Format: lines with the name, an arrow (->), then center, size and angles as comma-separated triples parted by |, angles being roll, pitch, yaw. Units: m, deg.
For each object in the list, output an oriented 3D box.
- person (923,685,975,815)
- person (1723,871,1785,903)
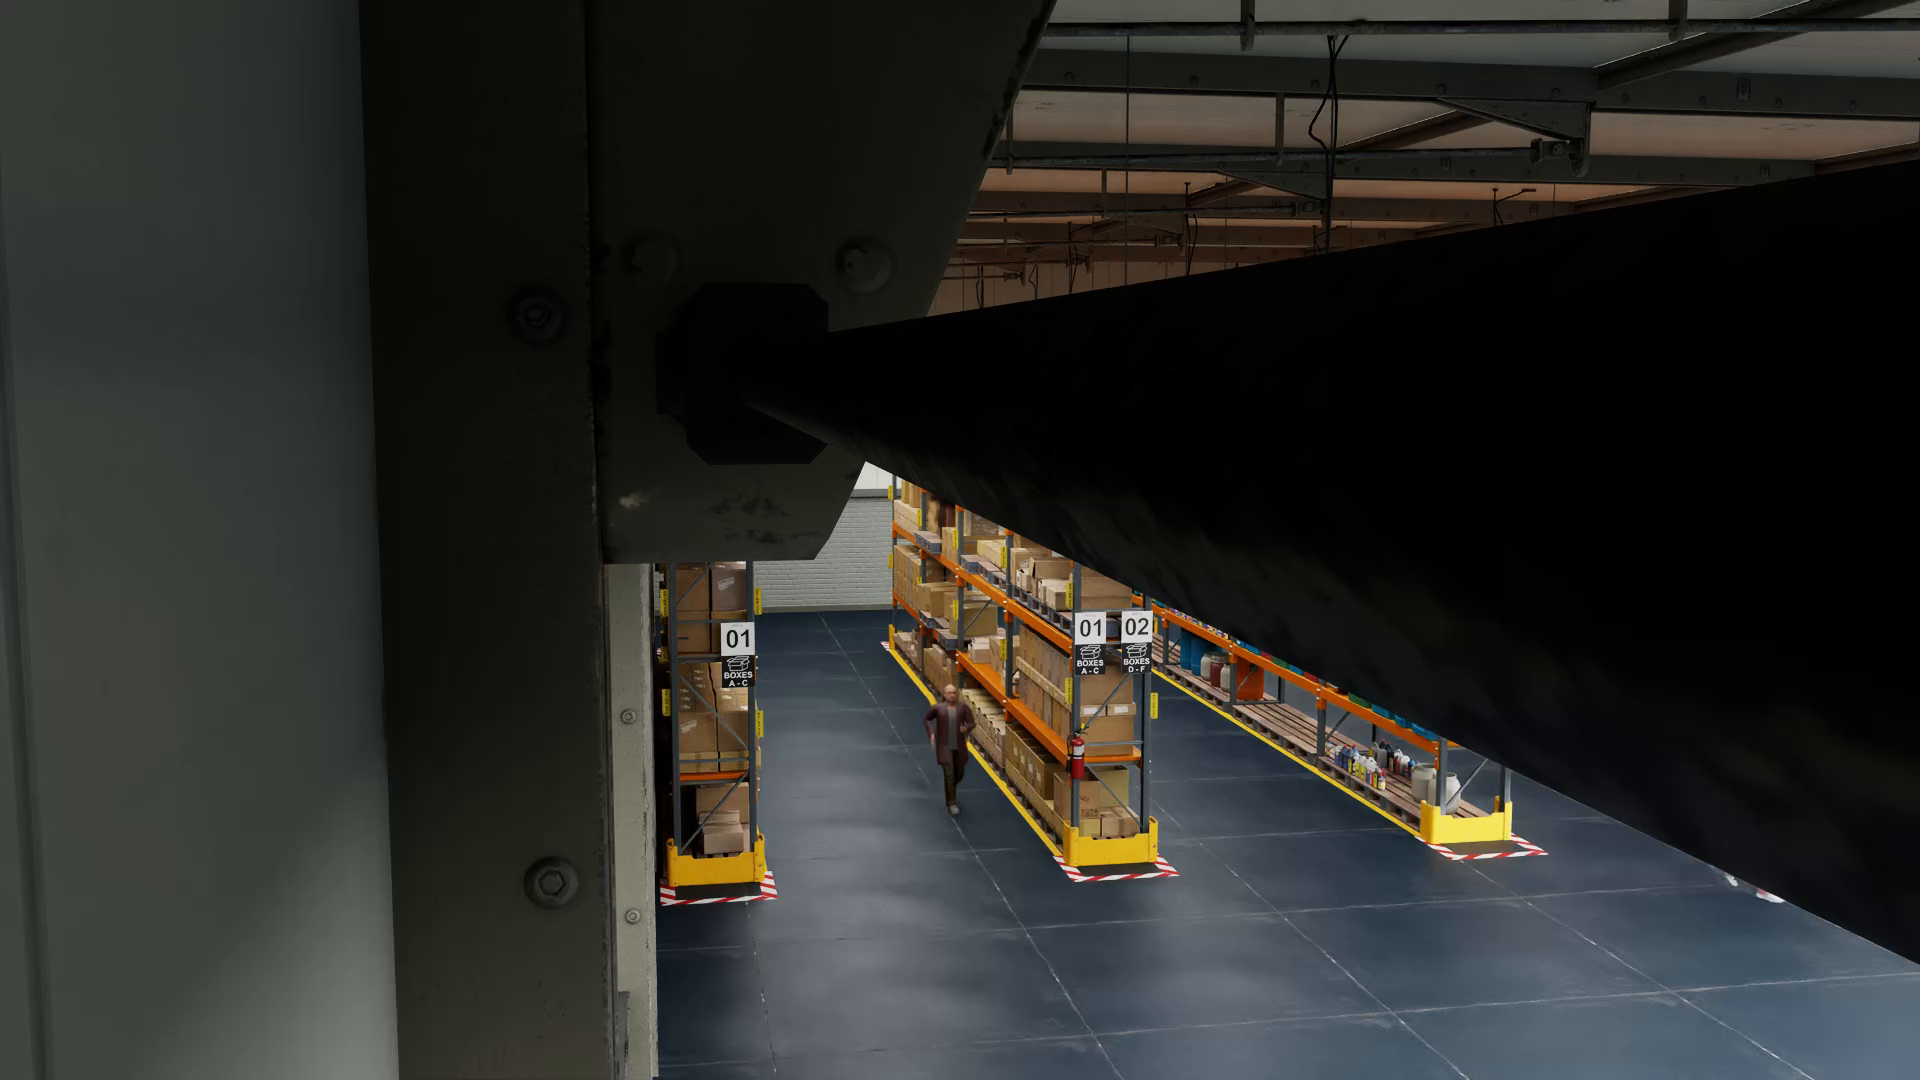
person -> -0.134, 2.912, 23.432 | 0.715, 1.754, 1.021 | -2, 6, -14
person -> 9.346, 3.433, 19.566 | 0.720, 1.614, 0.575 | 3, 7, 28
